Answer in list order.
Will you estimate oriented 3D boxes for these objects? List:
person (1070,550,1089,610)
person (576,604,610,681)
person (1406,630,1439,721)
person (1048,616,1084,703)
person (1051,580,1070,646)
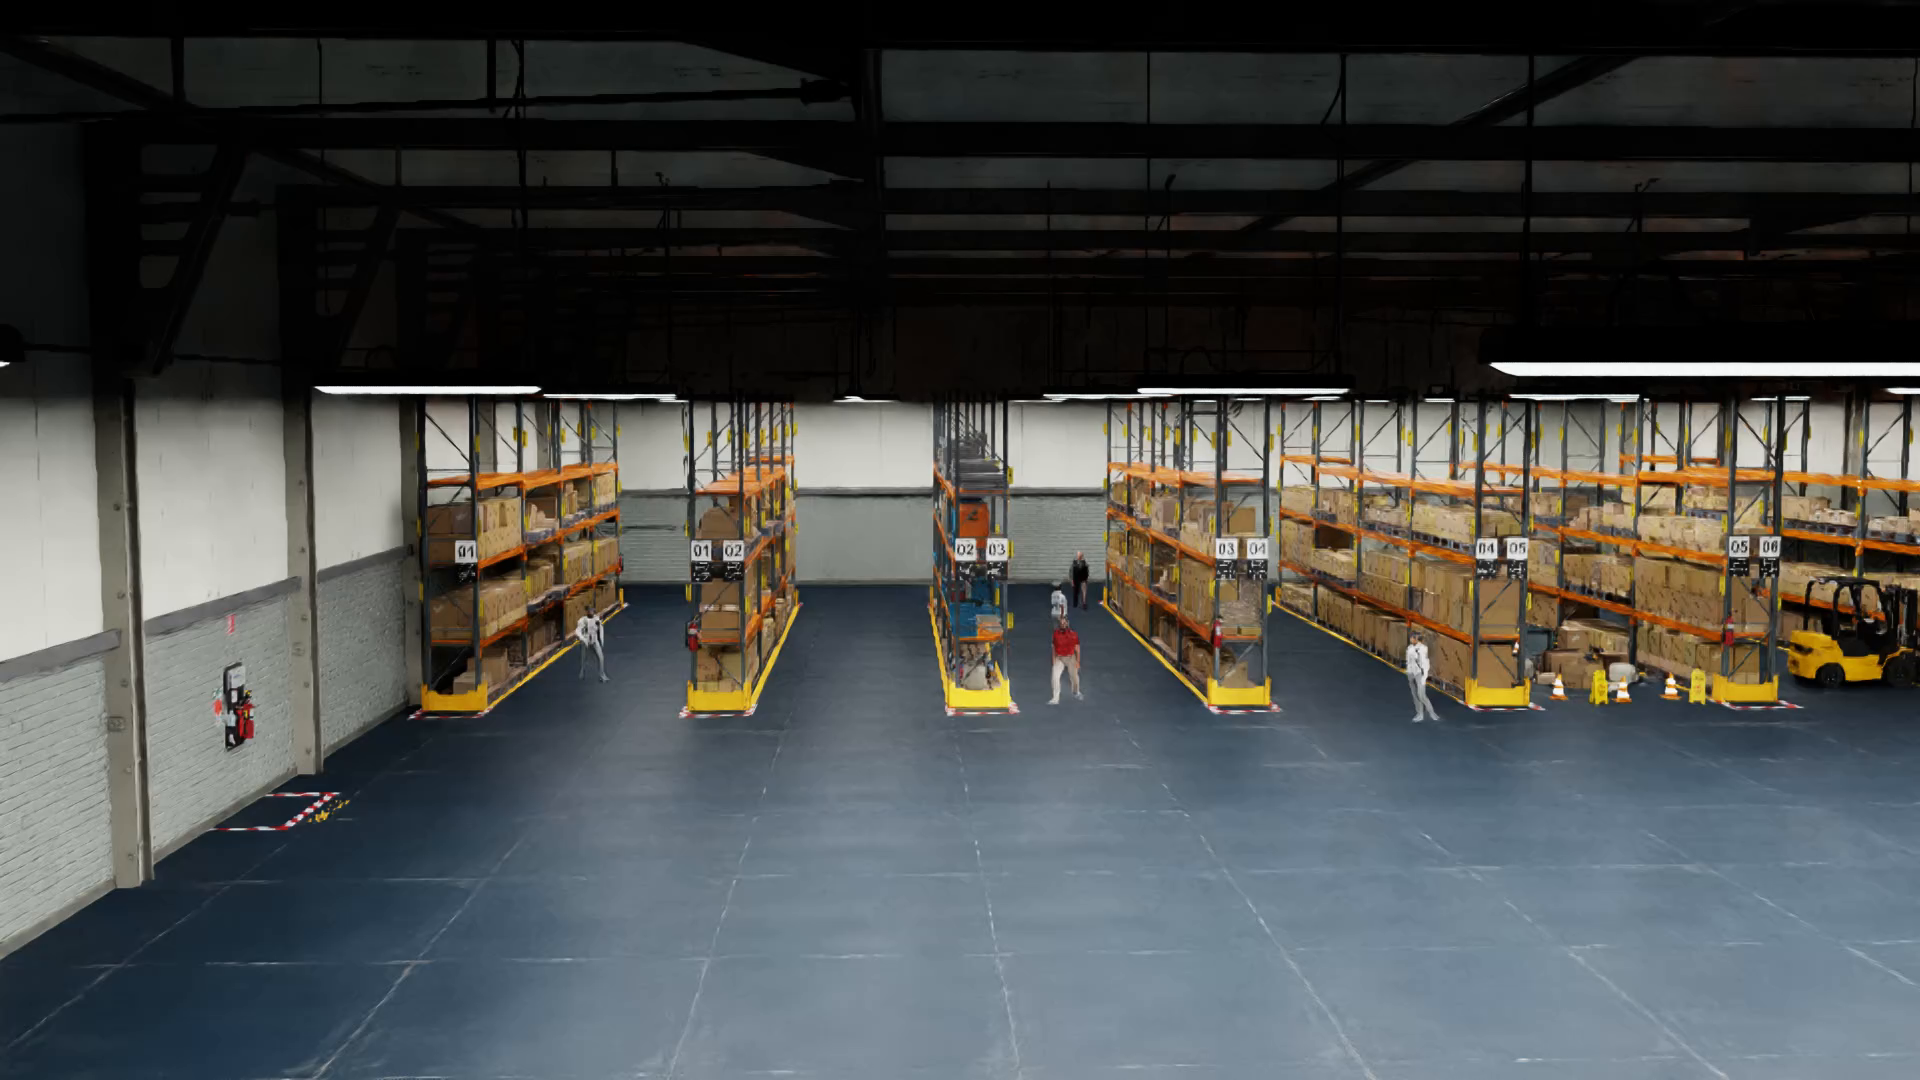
[{"bbox_3d":[3.333,1.099,46.497,0.543,1.648,1.115,0,5,0],"label":"person"},{"bbox_3d":[-7.643,2.105,34.429,0.643,1.612,0.794,-2,5,-20],"label":"person"},{"bbox_3d":[8.300,2.445,29.954,0.459,1.655,0.638,-3,6,-34],"label":"person"},{"bbox_3d":[2.041,2.284,31.967,0.584,1.660,0.978,1,5,18],"label":"person"},{"bbox_3d":[2.268,1.766,38.286,0.423,1.674,0.507,-3,5,-29],"label":"person"}]
